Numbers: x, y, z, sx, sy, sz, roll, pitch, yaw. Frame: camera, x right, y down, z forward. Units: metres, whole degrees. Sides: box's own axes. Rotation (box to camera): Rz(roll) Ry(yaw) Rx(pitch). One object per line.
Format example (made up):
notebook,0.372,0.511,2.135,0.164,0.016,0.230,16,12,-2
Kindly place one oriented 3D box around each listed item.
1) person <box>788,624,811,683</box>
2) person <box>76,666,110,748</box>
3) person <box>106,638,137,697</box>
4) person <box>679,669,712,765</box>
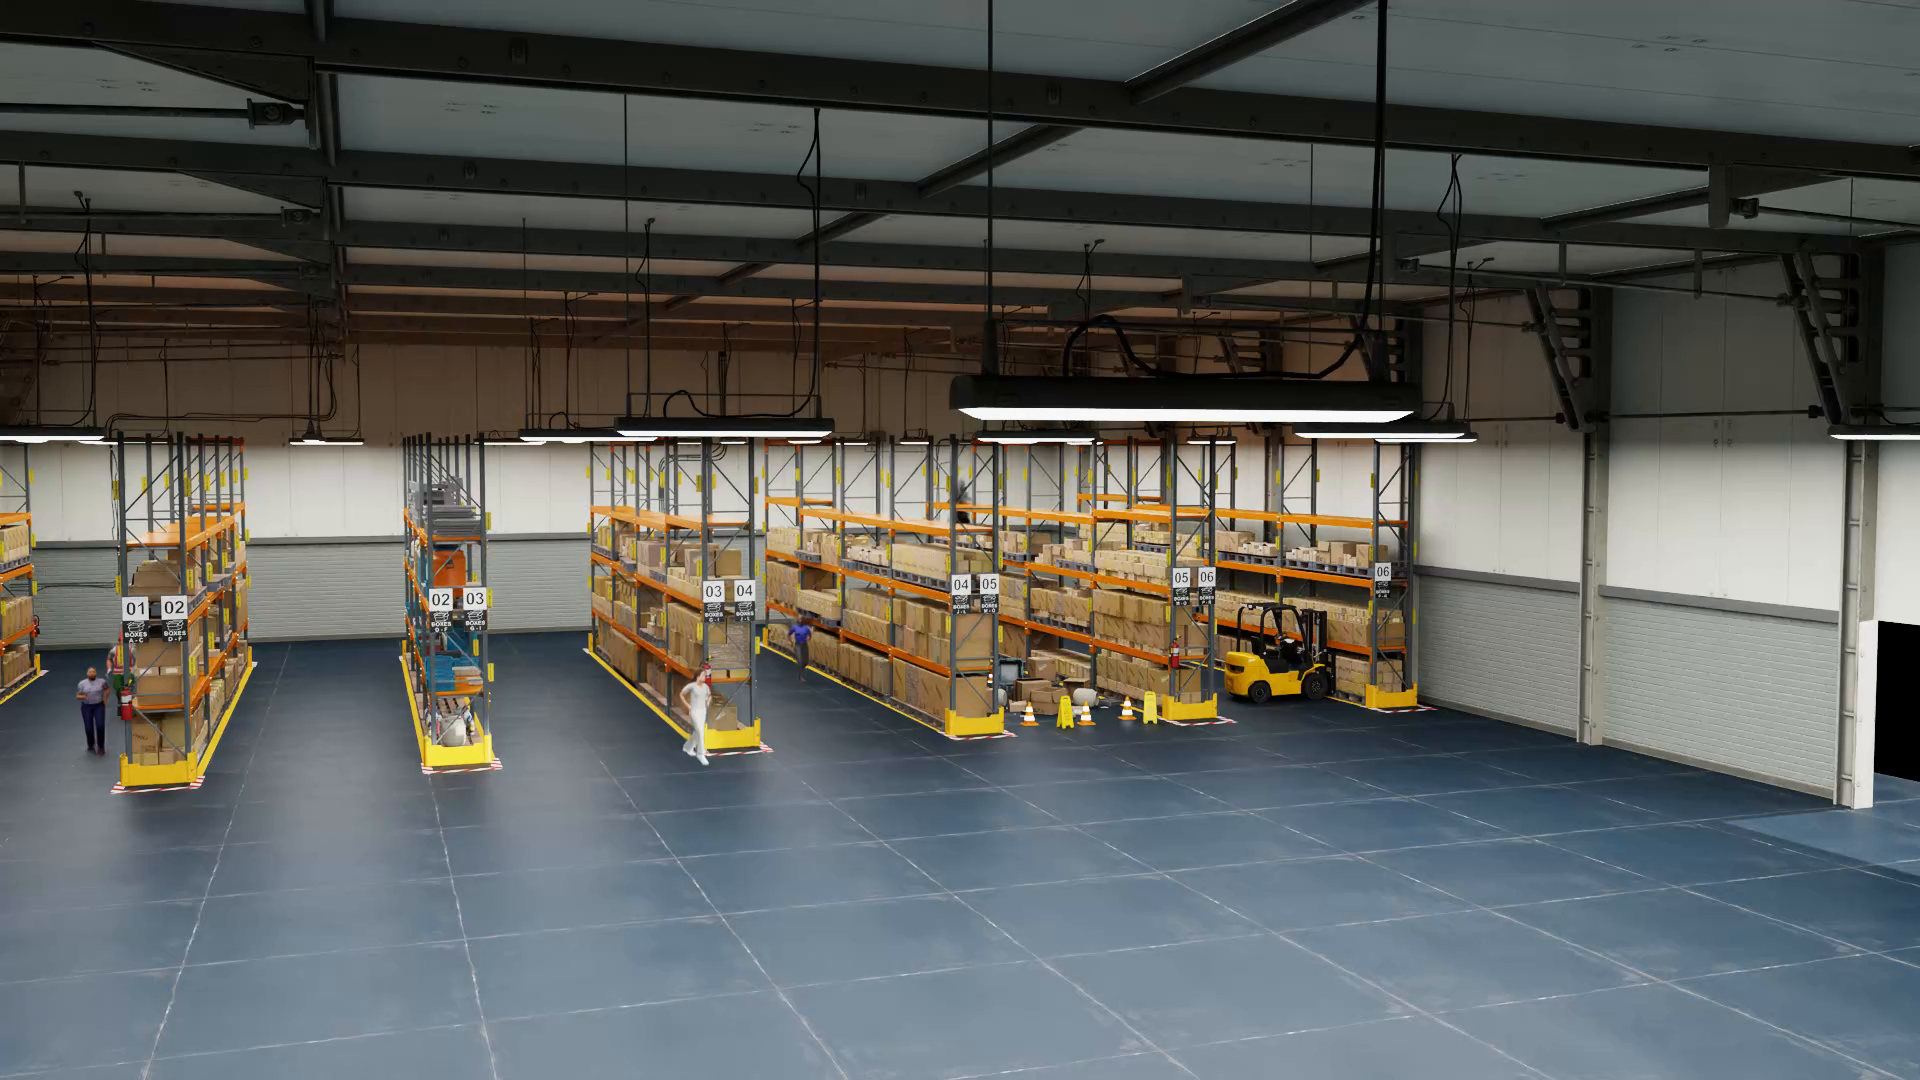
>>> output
person,-3.914,2.749,40.783,0.547,1.417,0.841,-1,3,-20
person,-16.171,3.116,31.026,0.553,1.533,0.739,-1,3,-24
person,-17.940,2.798,35.642,0.659,1.467,0.507,-1,3,-25
person,-4.774,3.198,30.428,0.927,1.683,0.569,3,4,39
